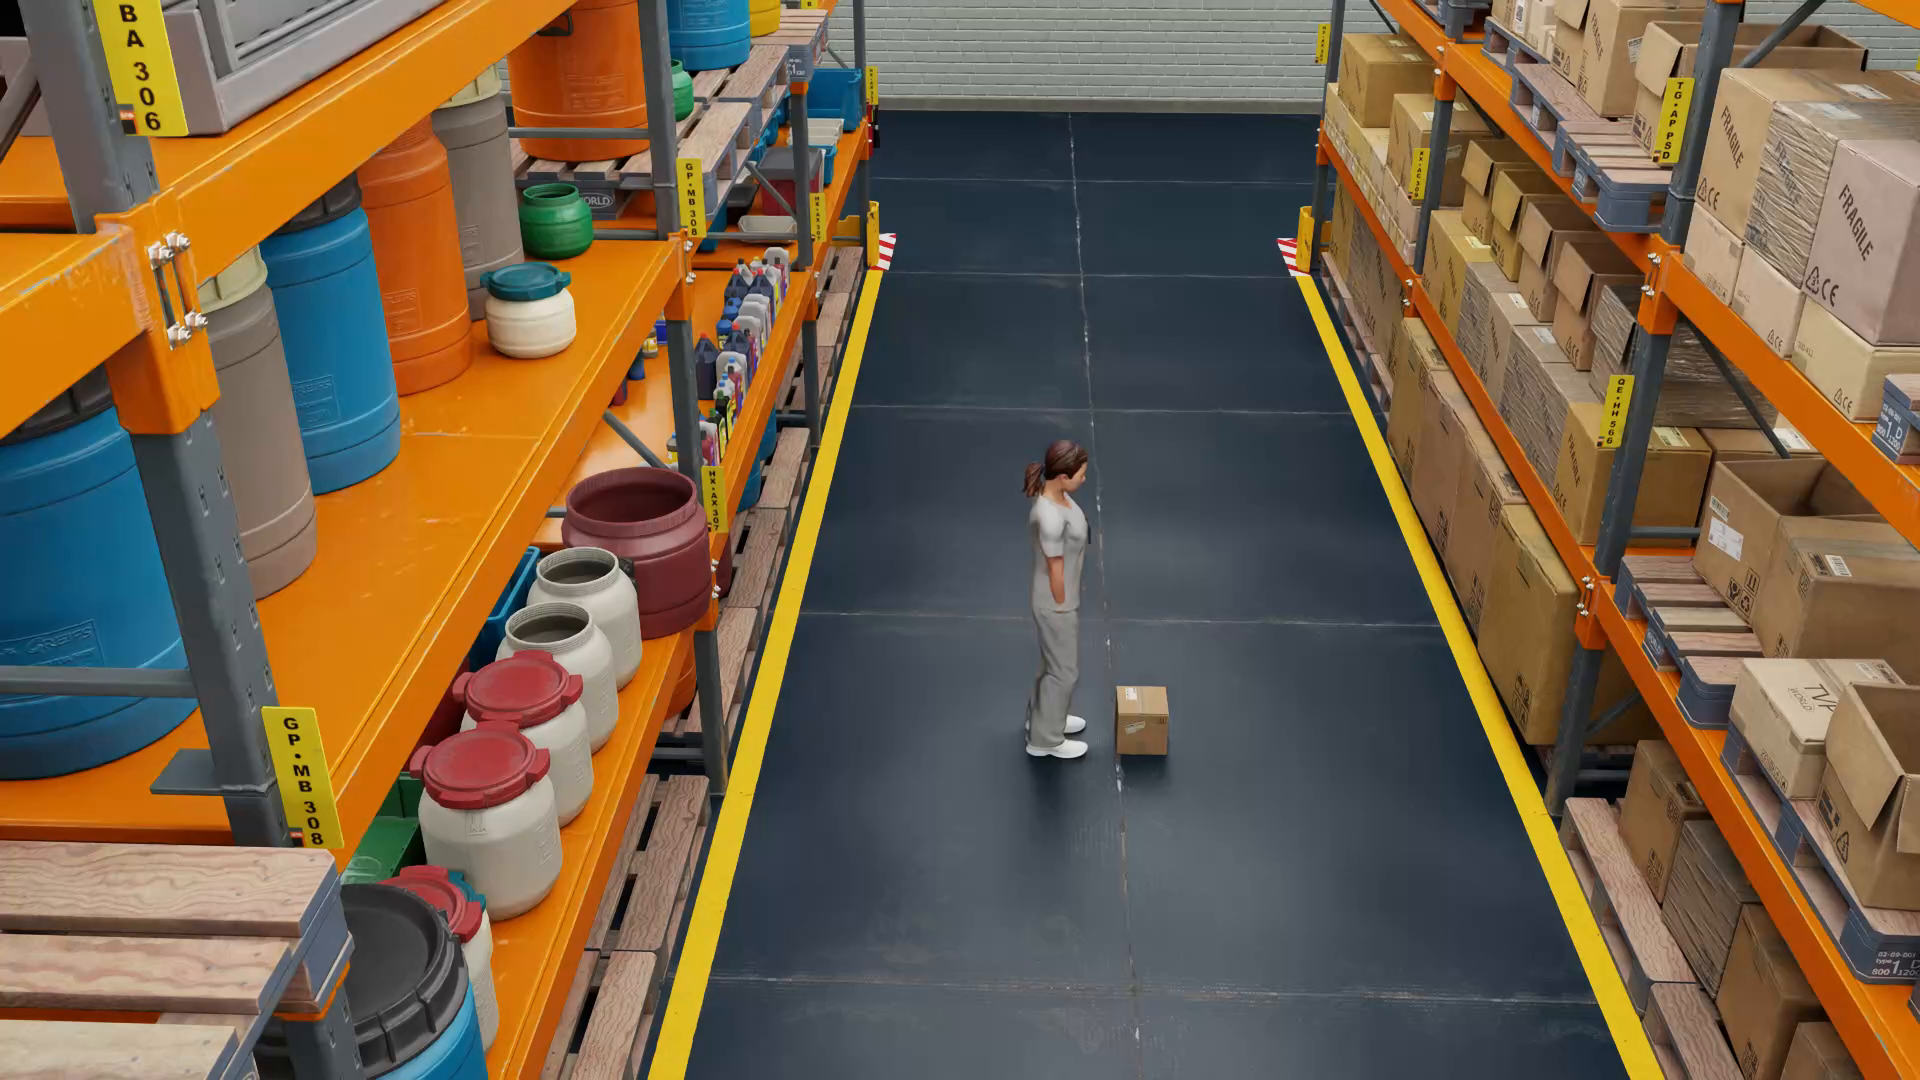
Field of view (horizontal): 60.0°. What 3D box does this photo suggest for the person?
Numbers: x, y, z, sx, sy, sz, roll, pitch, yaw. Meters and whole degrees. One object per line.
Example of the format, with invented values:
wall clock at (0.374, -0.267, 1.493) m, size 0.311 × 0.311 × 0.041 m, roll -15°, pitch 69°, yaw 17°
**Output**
person at (0.464, 0.277, 8.115) m, size 0.368 × 1.670 × 0.443 m, roll 2°, pitch 28°, yaw 3°
